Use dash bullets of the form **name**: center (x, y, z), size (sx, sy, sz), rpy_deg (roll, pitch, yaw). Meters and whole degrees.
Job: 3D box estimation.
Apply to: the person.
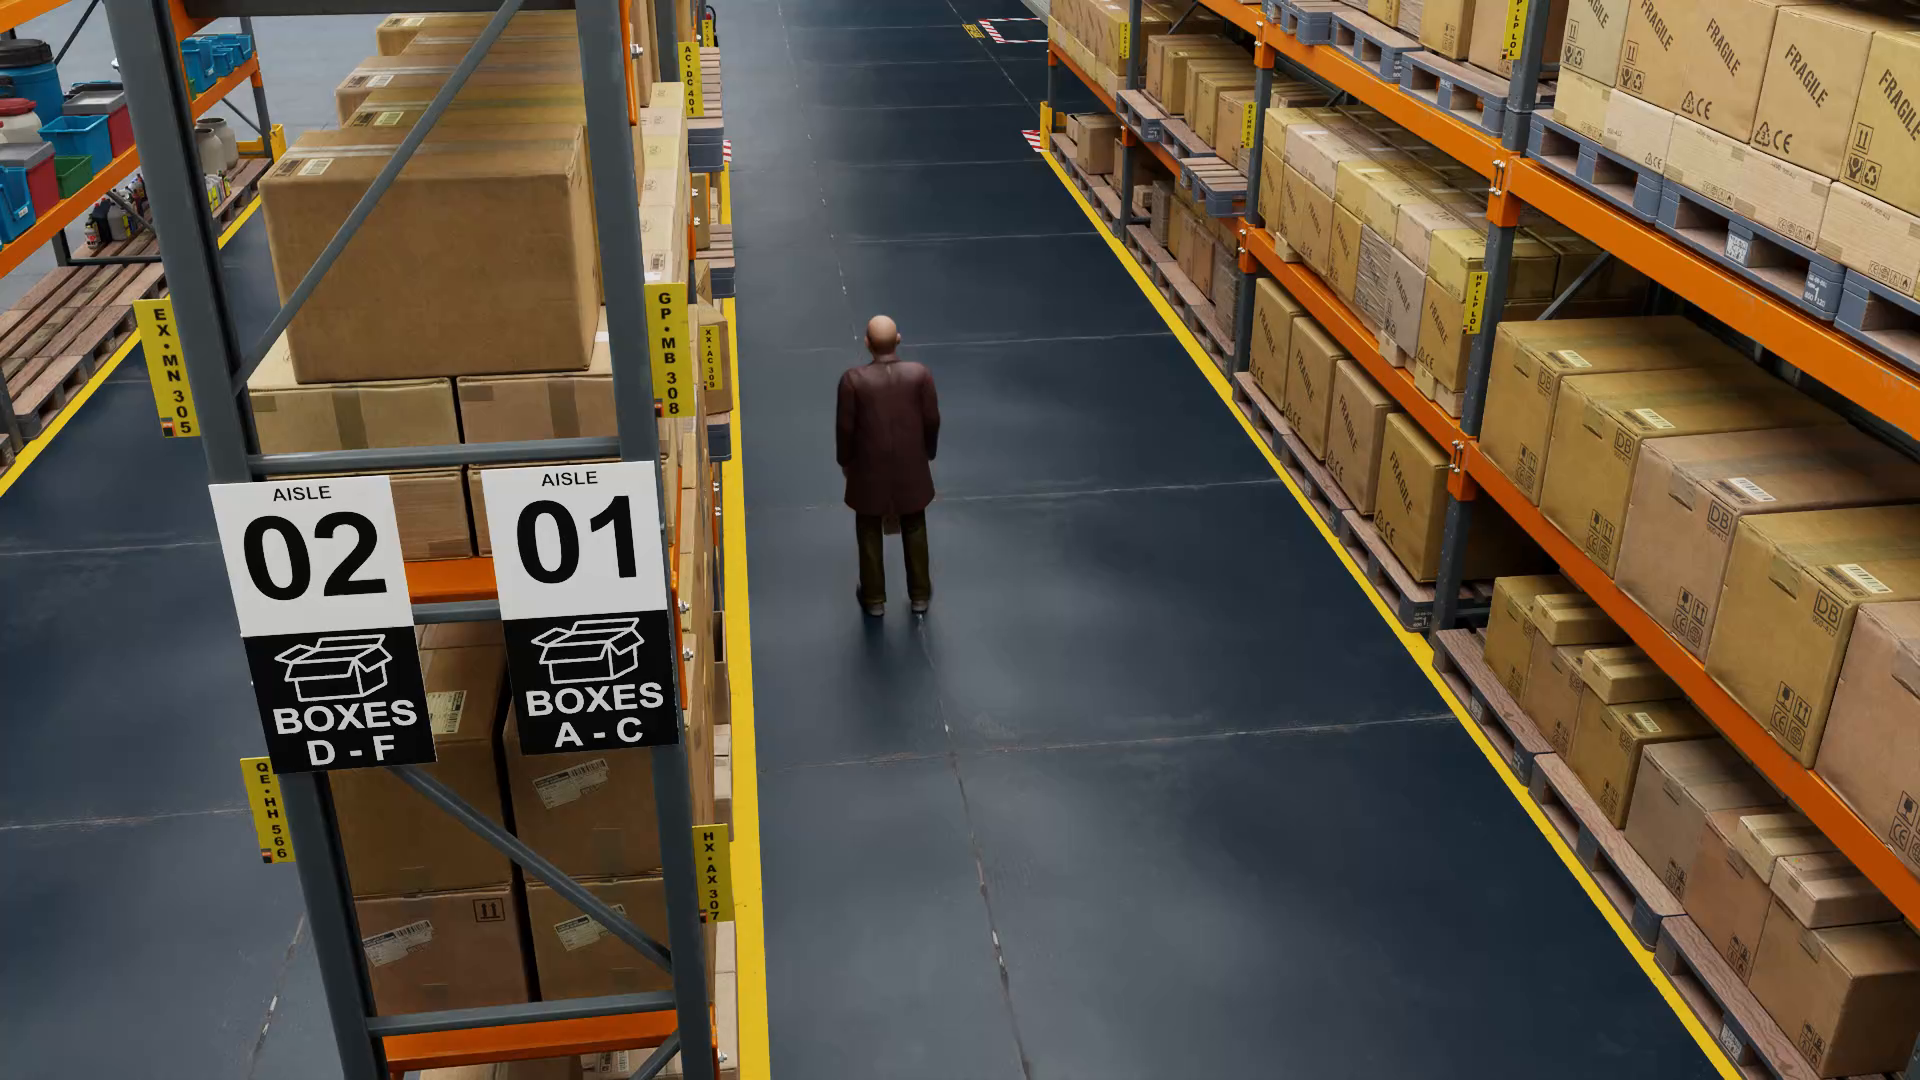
- **person**: center (-0.411, -0.419, 9.459), size (0.591, 1.777, 0.424), rpy_deg (-4, 27, -9)
